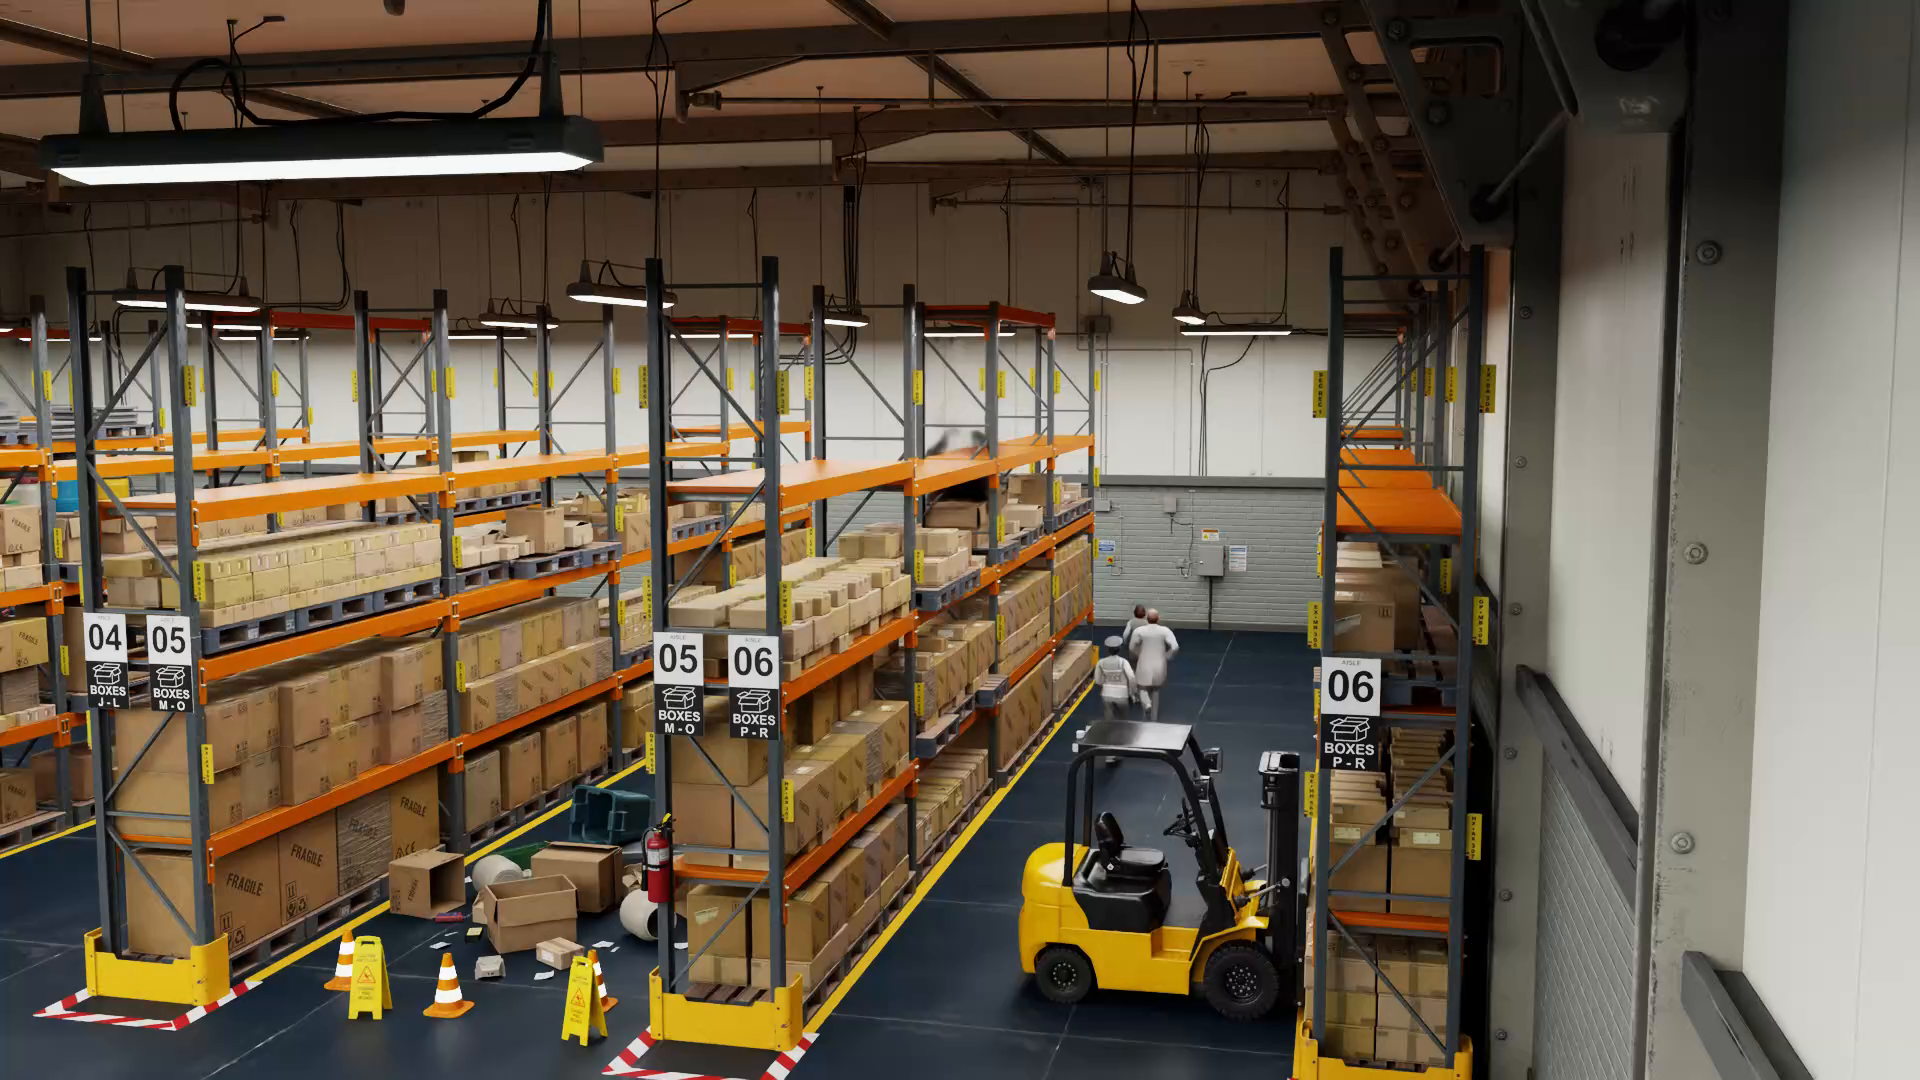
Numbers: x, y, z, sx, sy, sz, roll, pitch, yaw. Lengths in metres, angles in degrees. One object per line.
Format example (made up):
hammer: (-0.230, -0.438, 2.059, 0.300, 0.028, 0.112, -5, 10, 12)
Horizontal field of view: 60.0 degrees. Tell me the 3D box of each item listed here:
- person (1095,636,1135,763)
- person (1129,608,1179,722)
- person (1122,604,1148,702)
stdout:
person: (2.057, 2.111, 22.004, 0.578, 1.665, 0.747, 1, 6, 13)
person: (2.804, 1.857, 24.179, 0.716, 1.737, 0.839, 0, 6, 0)
person: (2.806, 1.787, 25.986, 0.541, 1.541, 0.549, 1, 6, 7)
